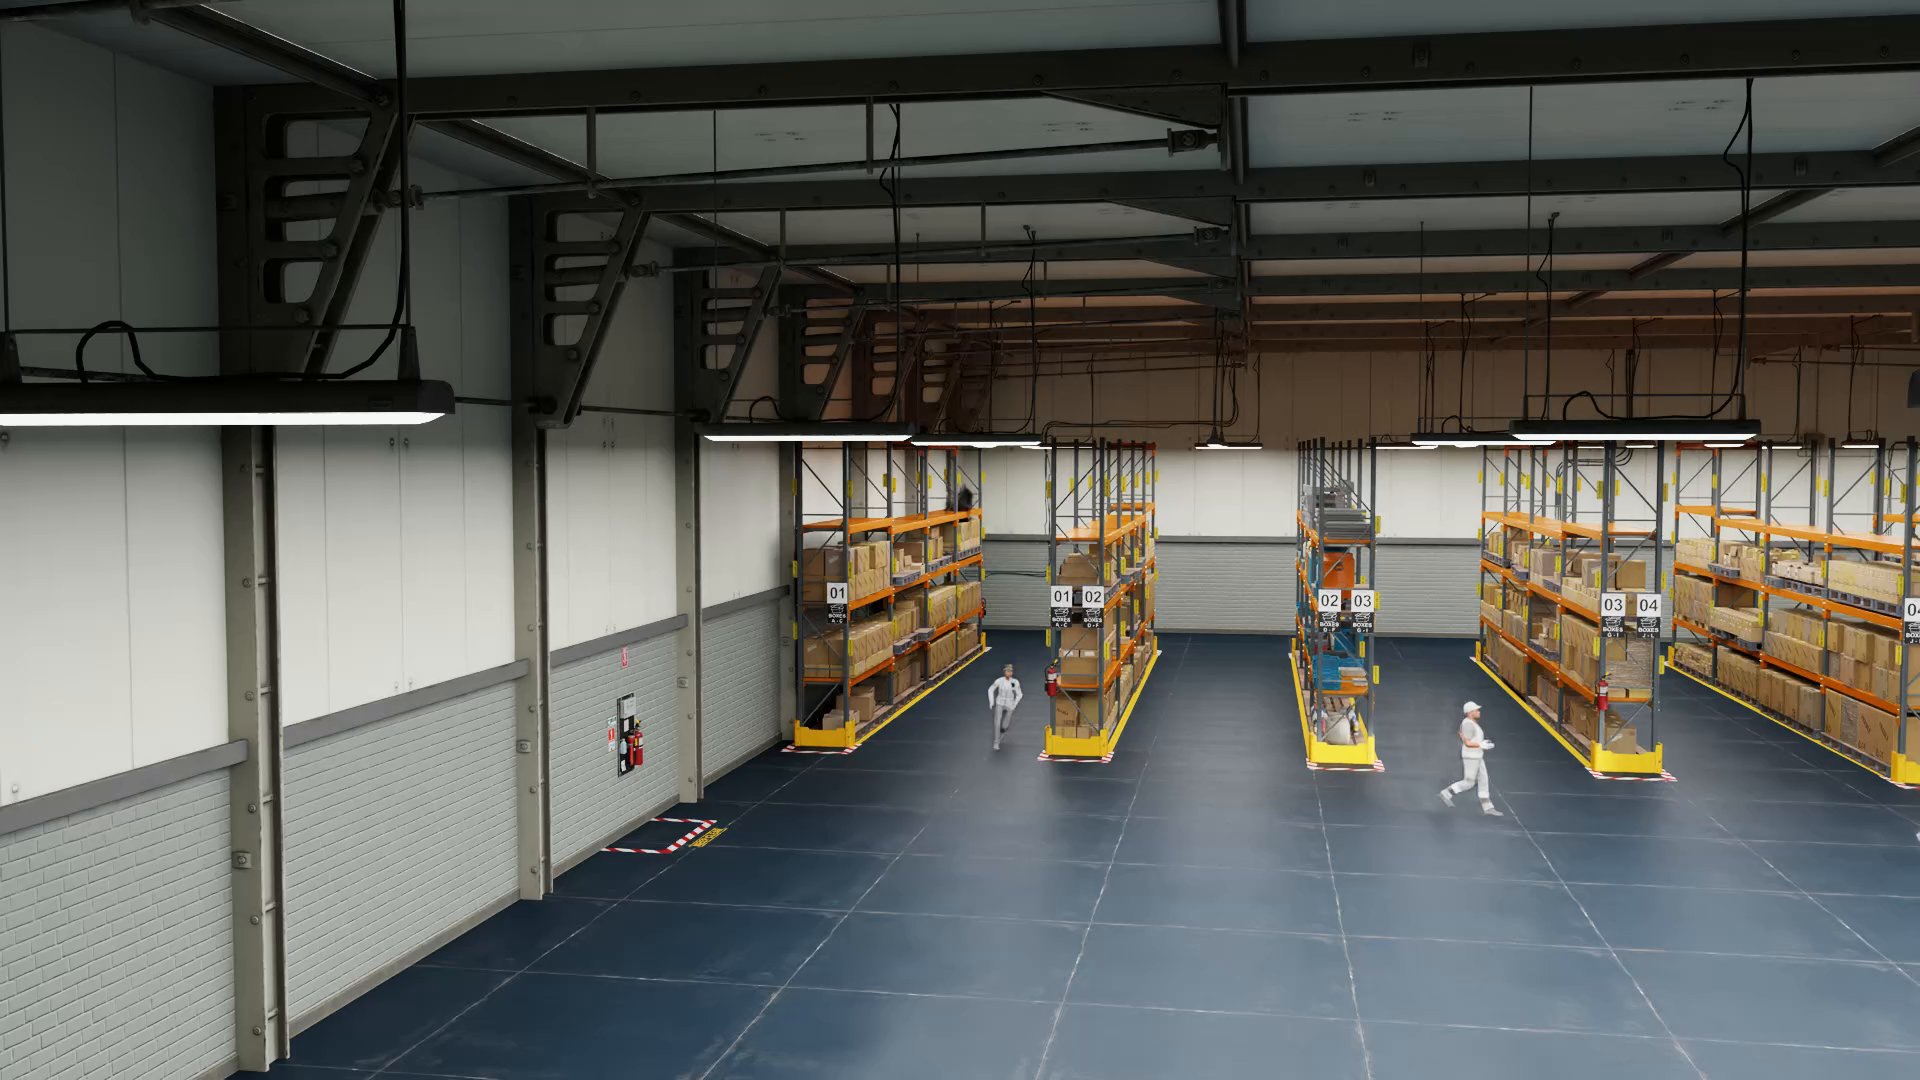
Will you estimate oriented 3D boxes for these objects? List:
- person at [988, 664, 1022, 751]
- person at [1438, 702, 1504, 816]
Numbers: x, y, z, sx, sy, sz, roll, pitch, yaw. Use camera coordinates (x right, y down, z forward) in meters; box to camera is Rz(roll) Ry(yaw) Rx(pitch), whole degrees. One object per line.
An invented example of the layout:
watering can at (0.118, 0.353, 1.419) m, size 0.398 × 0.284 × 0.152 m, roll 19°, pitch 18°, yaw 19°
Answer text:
person at (0.869, 3.212, 32.169) m, size 0.665 × 1.650 × 0.650 m, roll 0°, pitch 3°, yaw 0°
person at (8.035, 3.426, 26.106) m, size 0.985 × 1.776 × 0.654 m, roll 2°, pitch 3°, yaw 27°
